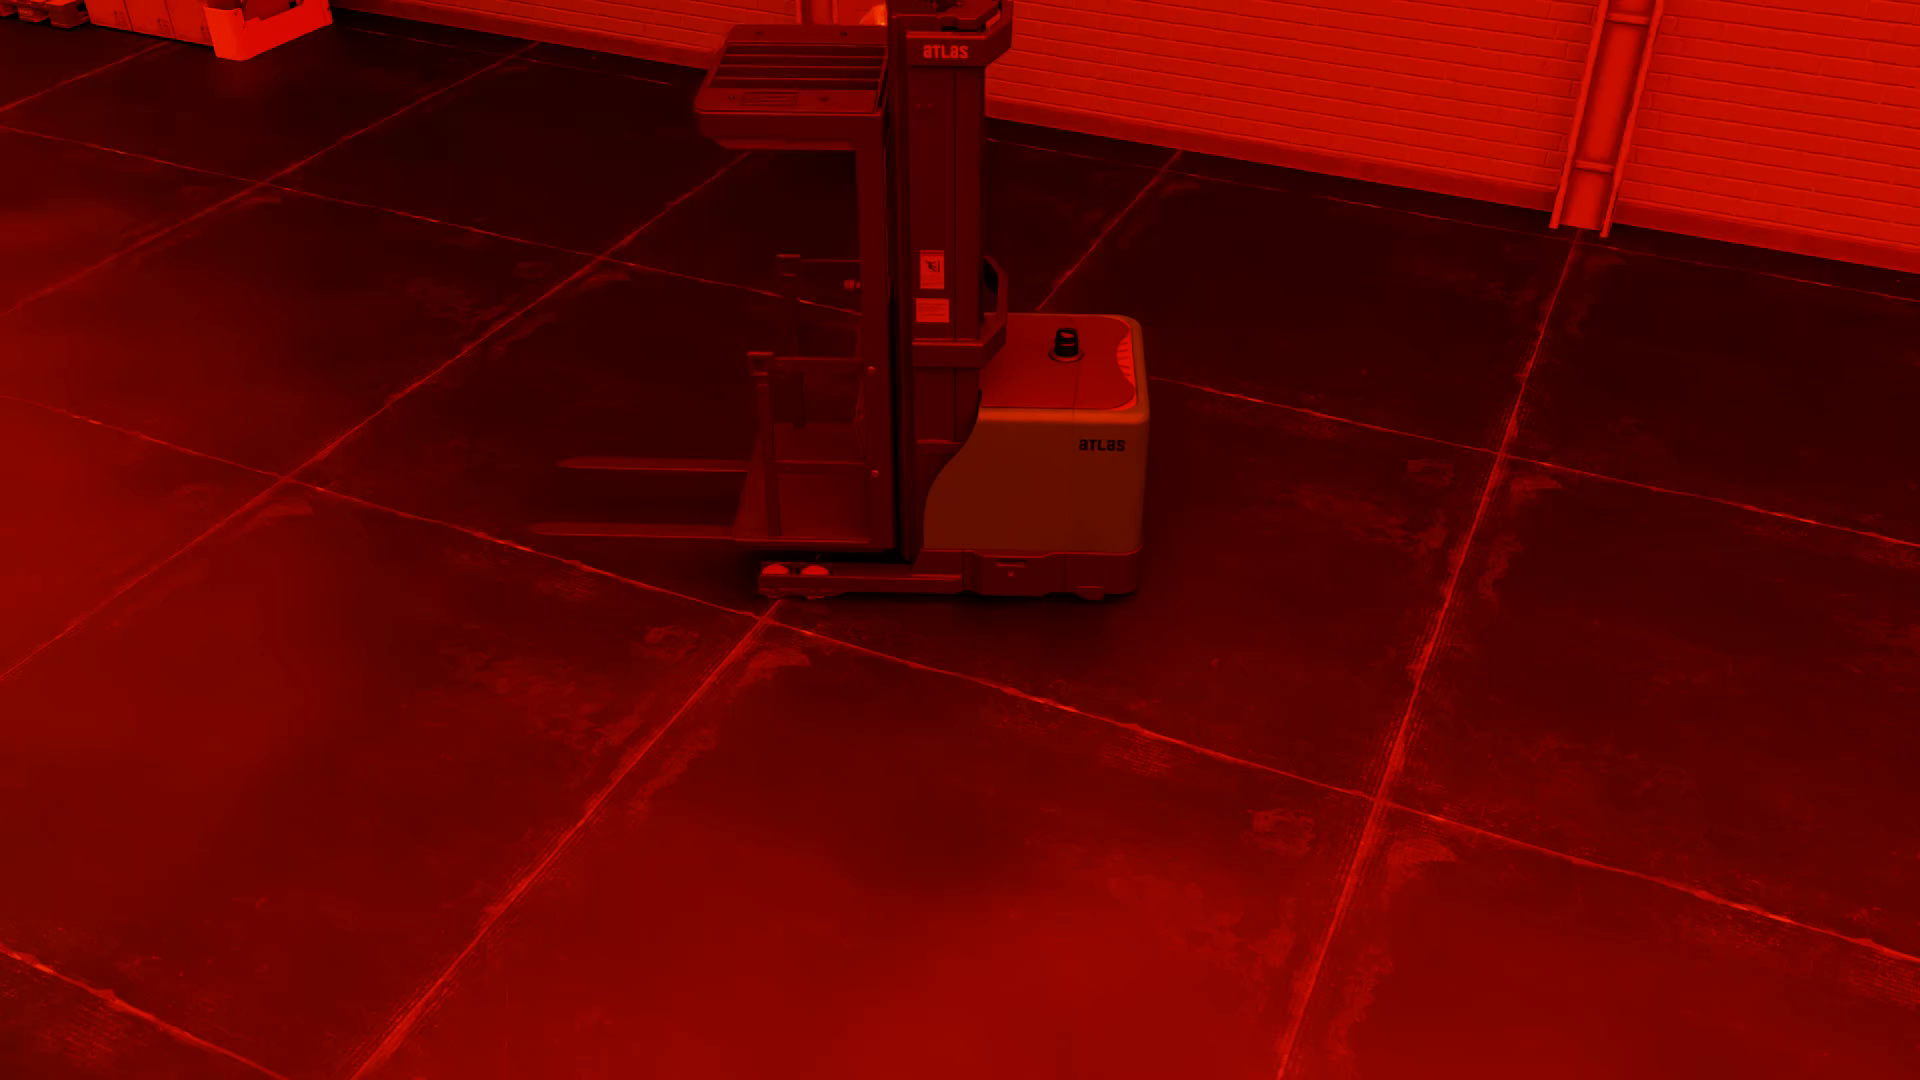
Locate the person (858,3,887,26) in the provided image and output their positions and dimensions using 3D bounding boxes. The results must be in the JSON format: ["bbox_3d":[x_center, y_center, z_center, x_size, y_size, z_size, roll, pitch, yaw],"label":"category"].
[{"bbox_3d":[-0.396,-3.029,11.366,0.877,1.747,0.452,4,36,6],"label":"person"}]

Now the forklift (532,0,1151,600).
[{"bbox_3d":[-0.608,-1.208,7.780,3.031,2.935,1.130,1,36,2],"label":"forklift"}]
